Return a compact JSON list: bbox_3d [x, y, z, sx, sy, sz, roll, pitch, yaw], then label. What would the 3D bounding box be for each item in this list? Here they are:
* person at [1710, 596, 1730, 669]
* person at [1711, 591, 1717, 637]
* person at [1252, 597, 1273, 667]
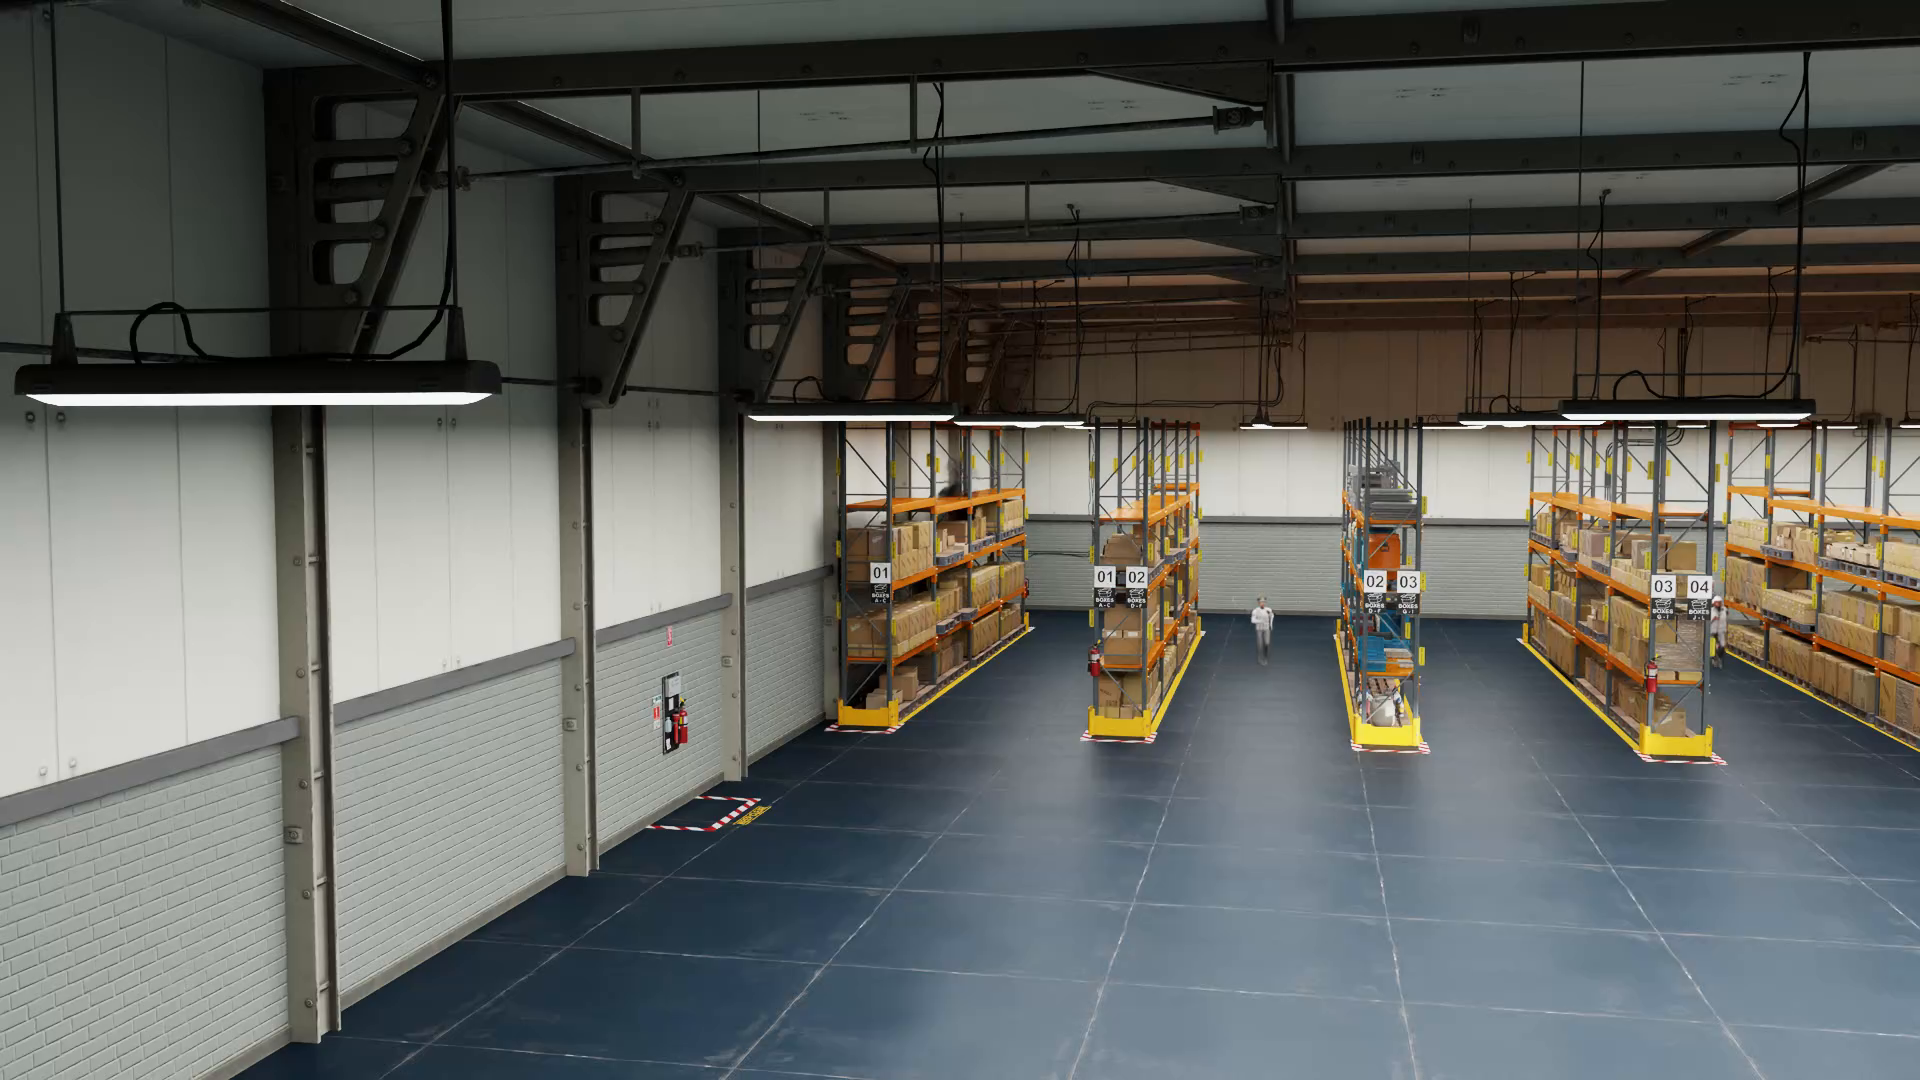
[{"bbox_3d":[18.350,2.234,40.313,0.622,1.789,0.816,1,4,17],"label":"person"},{"bbox_3d":[20.317,1.962,45.182,0.839,1.712,0.691,0,4,-1],"label":"person"},{"bbox_3d":[7.422,2.240,40.803,0.539,1.709,0.755,1,4,8],"label":"person"}]
